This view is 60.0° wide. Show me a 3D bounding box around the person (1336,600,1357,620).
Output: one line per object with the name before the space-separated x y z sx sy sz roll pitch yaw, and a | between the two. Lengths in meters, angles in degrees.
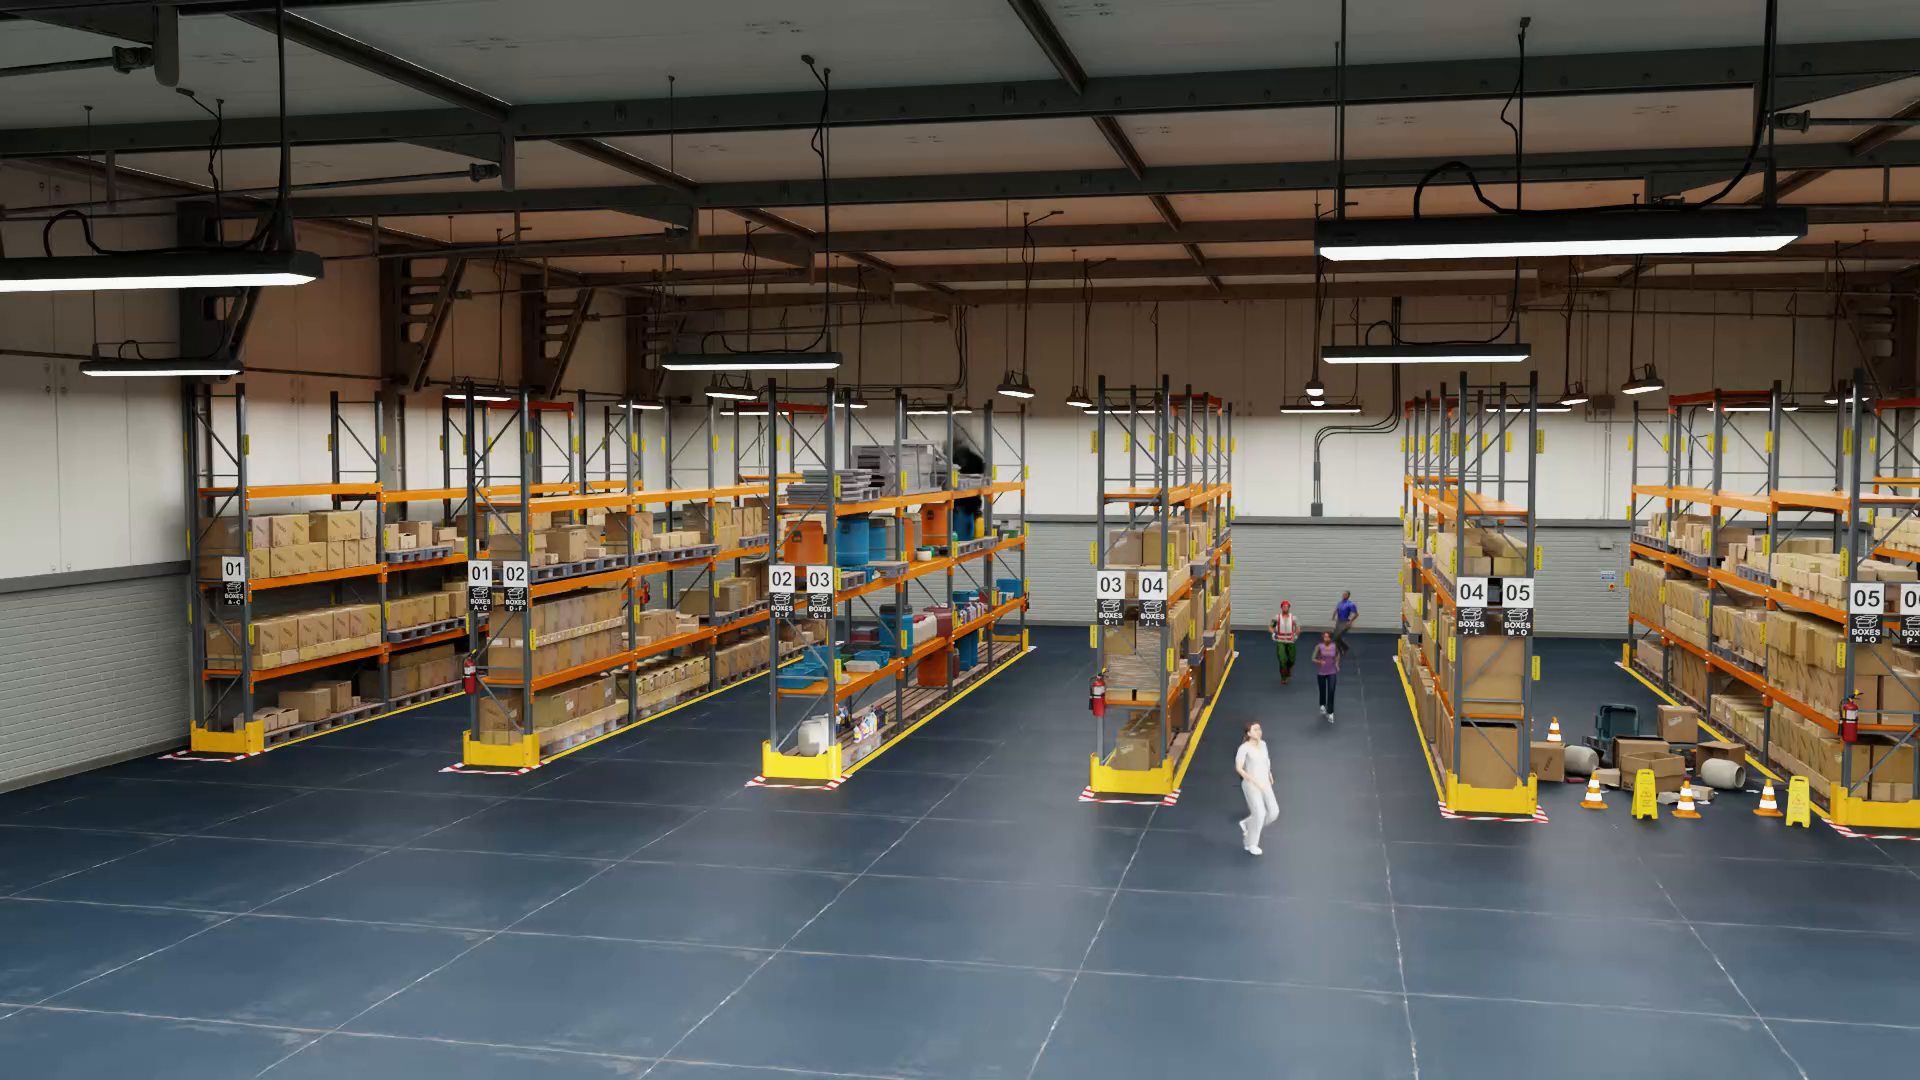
person | 8.996 1.626 38.919 0.299 0.502 0.596 -2 4 -31

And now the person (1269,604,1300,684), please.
person | 6.814 2.161 34.898 0.657 1.693 0.673 0 3 5

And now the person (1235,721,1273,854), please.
person | 3.628 3.025 20.411 0.572 1.632 0.509 -2 4 -34

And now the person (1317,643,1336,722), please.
person | 6.670 2.562 30.271 0.346 1.386 0.868 0 3 7
